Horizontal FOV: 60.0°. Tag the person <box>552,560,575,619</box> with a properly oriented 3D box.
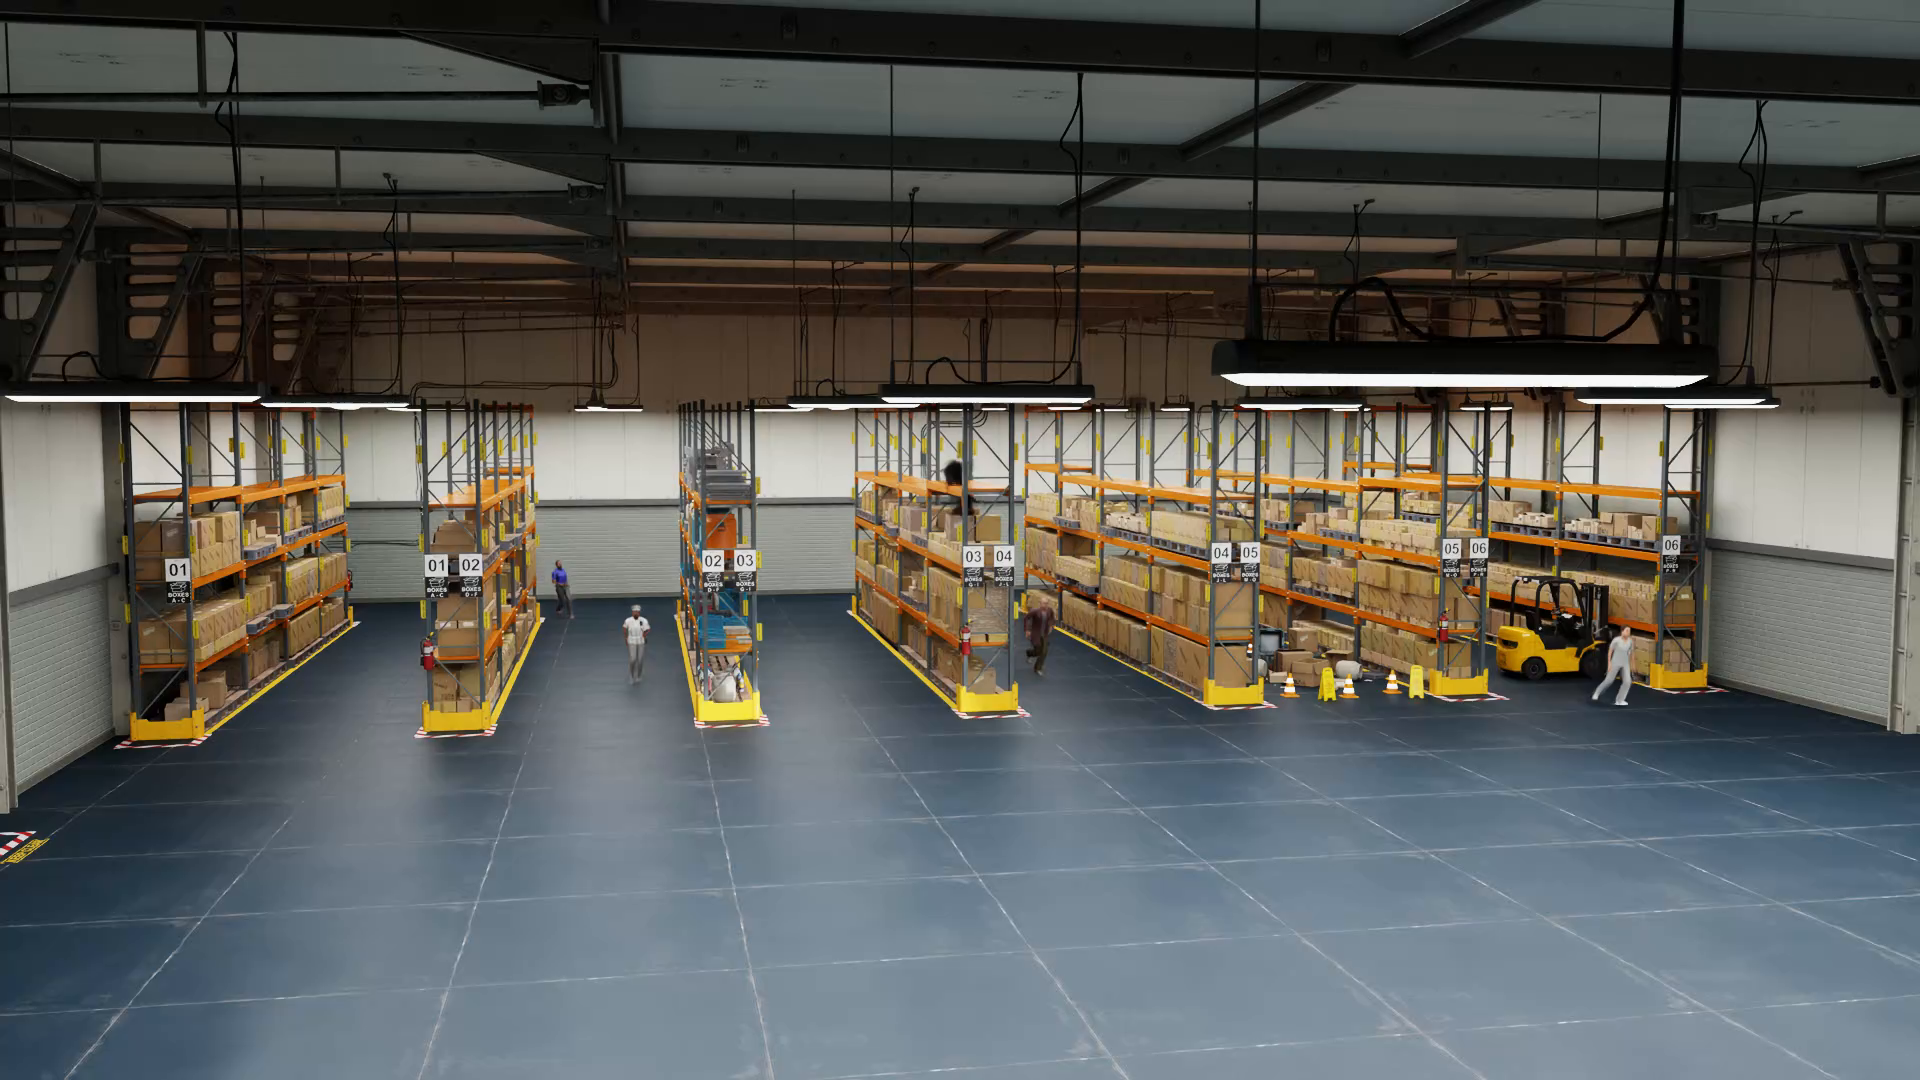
[{"bbox_3d":[-11.178,1.392,46.671,0.825,1.652,0.612,4,6,43],"label":"person"}]

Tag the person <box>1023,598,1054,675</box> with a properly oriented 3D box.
[{"bbox_3d":[1.720,2.114,36.801,0.702,1.721,0.810,-3,5,-32],"label":"person"}]

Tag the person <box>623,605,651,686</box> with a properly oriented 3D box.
[{"bbox_3d":[-6.846,2.228,35.263,0.584,1.732,0.722,-1,4,-13],"label":"person"}]

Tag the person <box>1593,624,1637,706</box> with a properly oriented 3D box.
[{"bbox_3d":[12.926,2.442,32.809,0.692,1.608,0.657,-1,4,-7],"label":"person"}]
